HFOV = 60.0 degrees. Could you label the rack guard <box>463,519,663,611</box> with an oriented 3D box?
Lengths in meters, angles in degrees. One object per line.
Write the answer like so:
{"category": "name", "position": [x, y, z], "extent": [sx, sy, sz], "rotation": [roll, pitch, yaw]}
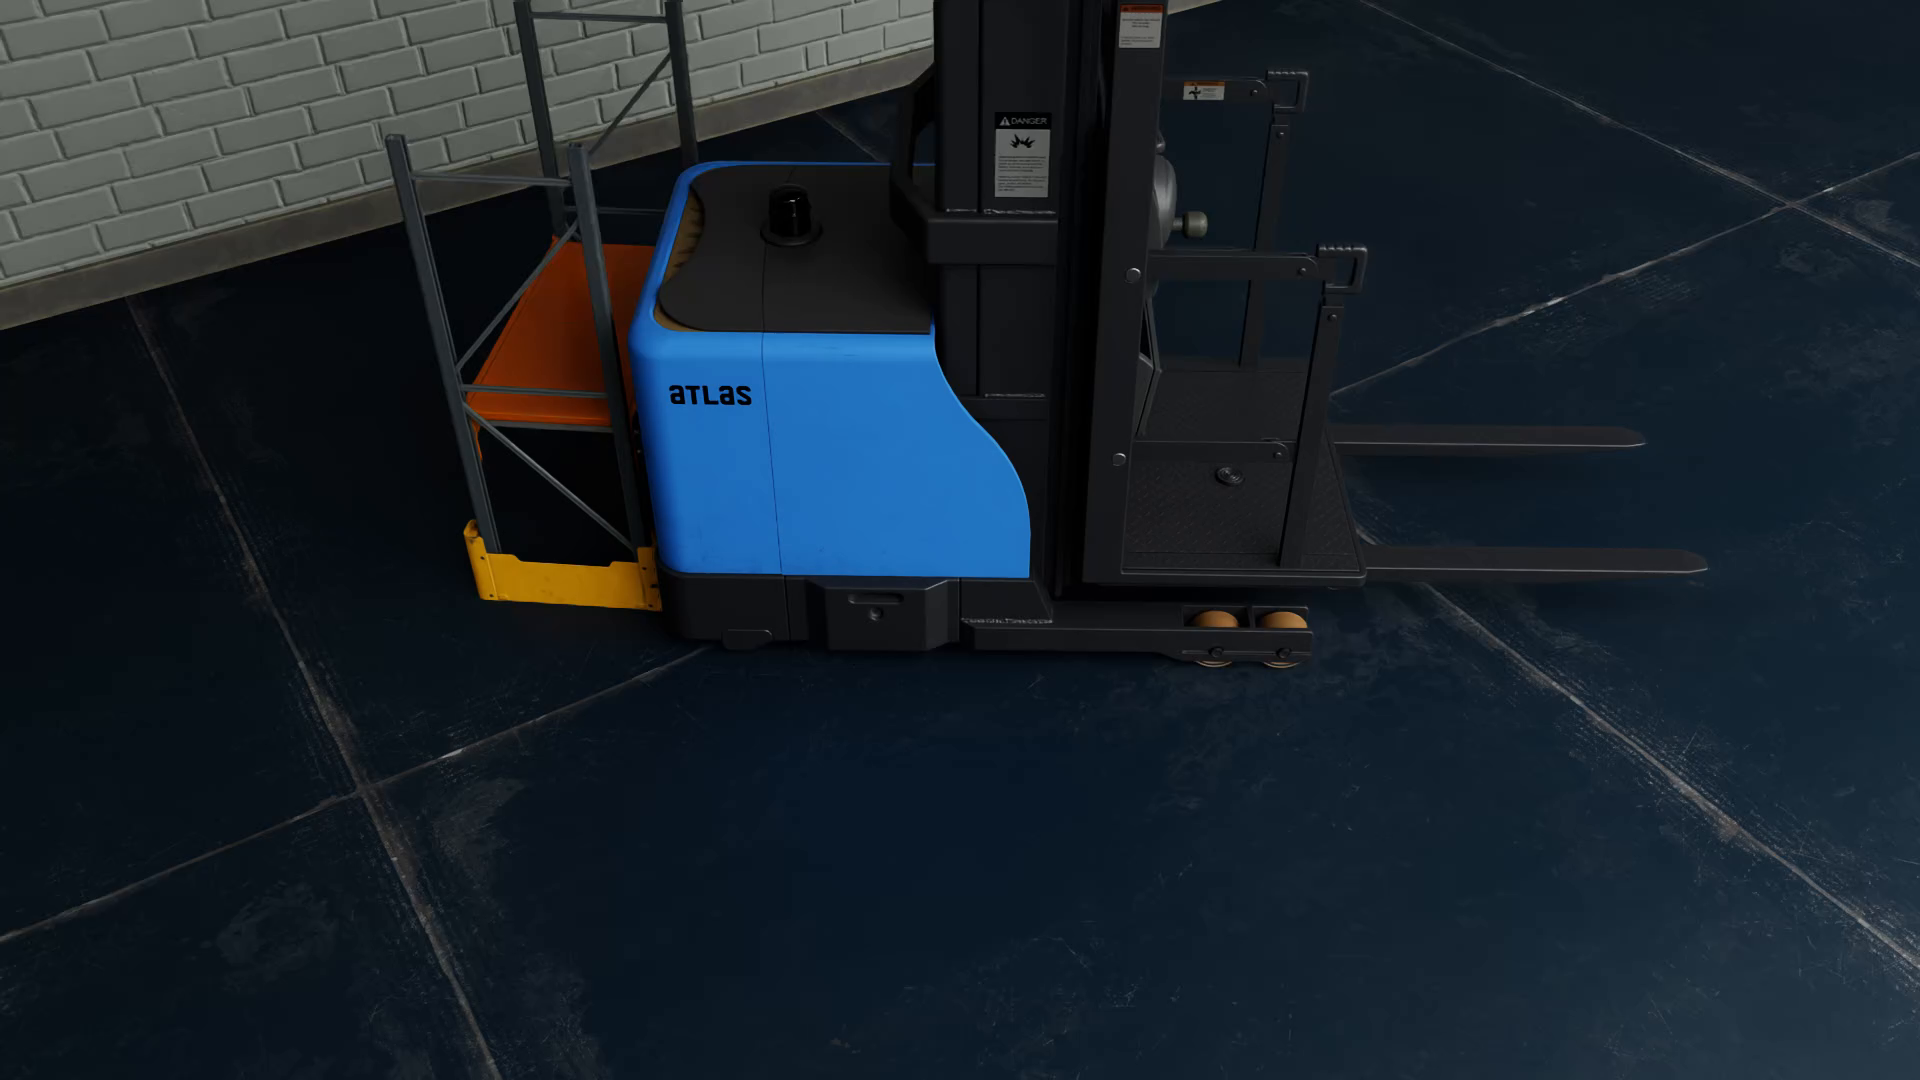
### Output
{"category": "rack guard", "position": [-1.166, 0.075, 4.965], "extent": [0.587, 0.250, 0.087], "rotation": [3, 40, 4]}

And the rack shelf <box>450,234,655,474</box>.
{"category": "rack shelf", "position": [-1.118, -0.590, 5.067], "extent": [0.538, 0.185, 1.000], "rotation": [3, 40, 4]}

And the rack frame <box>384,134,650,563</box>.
{"category": "rack frame", "position": [-1.166, -0.405, 4.564], "extent": [0.500, 1.500, 0.032], "rotation": [3, 40, 4]}

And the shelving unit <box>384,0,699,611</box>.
{"category": "shelving unit", "position": [-1.118, -0.723, 4.945], "extent": [0.587, 1.500, 1.083], "rotation": [3, 40, 4]}

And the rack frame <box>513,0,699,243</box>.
{"category": "rack frame", "position": [-1.069, -1.052, 5.341], "extent": [0.500, 1.500, 0.032], "rotation": [3, 40, 4]}

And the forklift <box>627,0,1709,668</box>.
{"category": "forklift", "position": [0.656, -1.102, 4.283], "extent": [3.031, 2.935, 1.130], "rotation": [1, 40, 1]}
